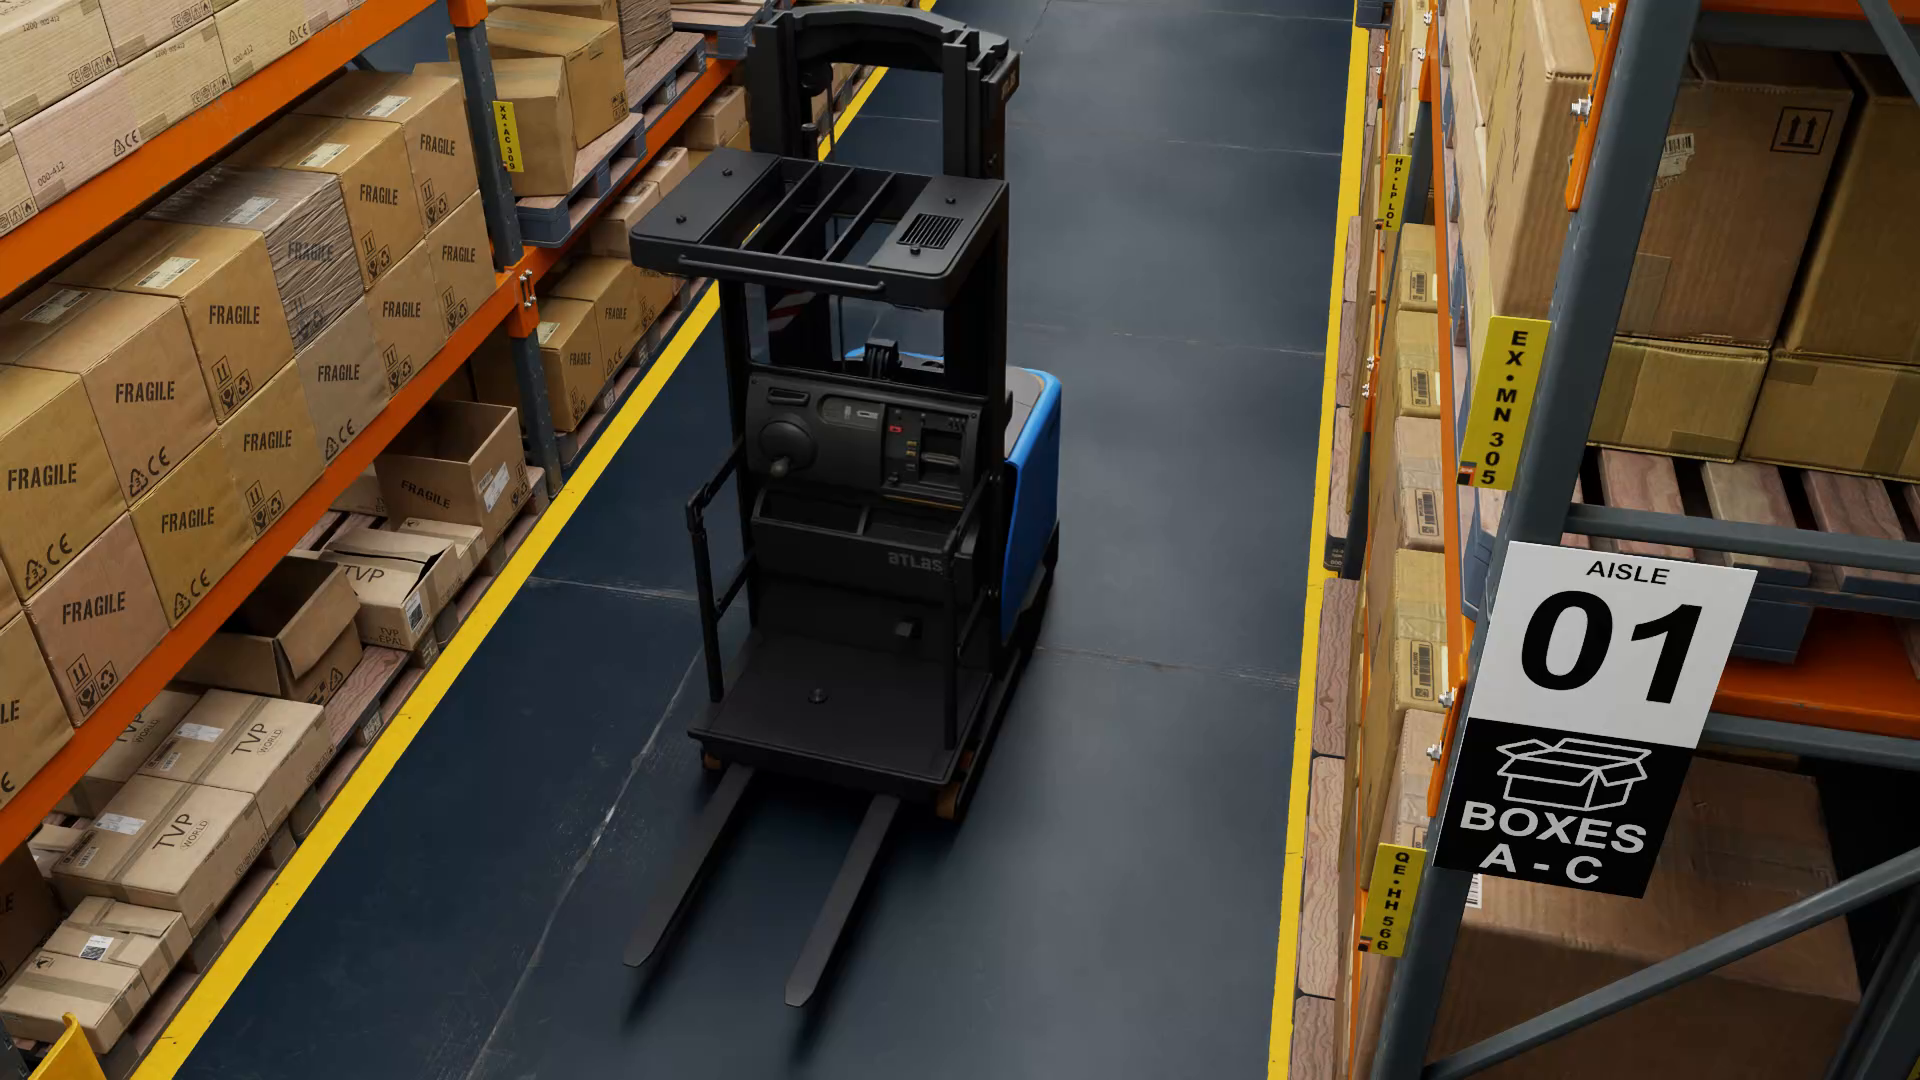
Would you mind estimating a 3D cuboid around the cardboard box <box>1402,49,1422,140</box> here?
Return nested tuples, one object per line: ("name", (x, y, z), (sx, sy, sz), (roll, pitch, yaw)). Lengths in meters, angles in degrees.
("cardboard box", (2.251, -1.963, 7.407), (0.500, 0.250, 0.500), (8, 37, 11))

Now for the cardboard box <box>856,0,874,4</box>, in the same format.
("cardboard box", (-0.980, -4.247, 13.060), (0.500, 0.311, 0.500), (7, 36, 9))

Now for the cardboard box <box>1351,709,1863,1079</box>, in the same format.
("cardboard box", (1.528, 0.980, 4.086), (0.980, 0.700, 0.700), (9, 37, 12))

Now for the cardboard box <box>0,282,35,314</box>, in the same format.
("cardboard box", (-3.372, -0.546, 5.511), (0.500, 0.500, 0.500), (8, 37, 11))

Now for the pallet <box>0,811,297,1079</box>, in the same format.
("pallet", (-3.226, 1.405, 6.132), (1.003, 0.211, 1.213), (7, 37, 10))

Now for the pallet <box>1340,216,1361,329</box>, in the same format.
("pallet", (2.895, -1.620, 10.305), (1.003, 0.211, 1.213), (7, 37, 10))

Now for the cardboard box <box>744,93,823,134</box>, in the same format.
("cardboard box", (-1.304, -3.130, 11.998), (0.500, 0.250, 0.500), (7, 37, 10))

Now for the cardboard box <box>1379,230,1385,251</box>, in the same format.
("cardboard box", (2.208, -1.483, 7.938), (0.380, 0.149, 0.250), (7, 37, 10))

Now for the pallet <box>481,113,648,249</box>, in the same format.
("pallet", (-2.280, -1.884, 8.457), (1.003, 0.211, 1.213), (7, 37, 10))

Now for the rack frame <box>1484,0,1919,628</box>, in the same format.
("rack frame", (1.428, -1.034, 2.009), (1.000, 3.000, 0.127), (7, 37, 10))

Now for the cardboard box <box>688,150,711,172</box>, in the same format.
("cardboard box", (-1.784, -2.114, 10.366), (0.500, 0.500, 0.500), (6, 36, 8))

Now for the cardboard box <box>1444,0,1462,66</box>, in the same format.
("cardboard box", (1.755, -1.609, 5.043), (0.500, 0.250, 0.500), (7, 36, 9))

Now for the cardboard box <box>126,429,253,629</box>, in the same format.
("cardboard box", (-2.844, -0.069, 5.705), (0.500, 0.500, 0.500), (7, 37, 10))

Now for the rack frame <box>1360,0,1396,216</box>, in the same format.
("rack frame", (3.137, -3.191, 10.097), (1.000, 3.000, 0.127), (7, 37, 10))

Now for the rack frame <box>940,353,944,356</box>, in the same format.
("rack frame", (0.006, -0.415, 7.927), (0.200, 1.050, 0.008), (10, 37, 13))

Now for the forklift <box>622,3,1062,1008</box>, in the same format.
("forklift", (-0.436, -0.319, 6.193), (1.130, 2.935, 3.031), (10, 37, 13))

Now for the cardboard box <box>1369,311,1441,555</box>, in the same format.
("cardboard box", (1.990, -0.293, 5.843), (0.980, 0.700, 0.700), (6, 36, 9))

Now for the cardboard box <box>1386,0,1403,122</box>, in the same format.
("cardboard box", (2.555, -2.531, 8.830), (0.500, 0.500, 0.500), (7, 37, 10))

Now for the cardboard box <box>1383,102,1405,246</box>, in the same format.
("cardboard box", (2.234, -1.657, 7.625), (0.500, 0.500, 0.500), (8, 37, 10))

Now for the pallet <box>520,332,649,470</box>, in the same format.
("pallet", (-2.421, -0.859, 9.255), (1.003, 0.211, 1.213), (7, 37, 10))

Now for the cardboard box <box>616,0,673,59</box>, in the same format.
("cardboard box", (-2.109, -3.145, 9.590), (0.700, 0.500, 0.500), (14, 38, 19))

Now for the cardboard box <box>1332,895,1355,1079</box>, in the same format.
("cardboard box", (1.587, 1.536, 5.346), (0.700, 0.500, 0.500), (7, 37, 10))

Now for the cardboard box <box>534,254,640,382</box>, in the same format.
("cardboard box", (-2.113, -1.237, 9.156), (0.500, 0.500, 0.500), (8, 37, 11))

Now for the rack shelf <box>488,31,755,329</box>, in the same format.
("rack shelf", (-2.130, -2.372, 9.580), (1.077, 0.370, 4.000), (7, 37, 10))

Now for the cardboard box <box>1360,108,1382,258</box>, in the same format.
("cardboard box", (2.852, -2.086, 10.046), (0.750, 0.750, 0.750), (7, 36, 9))

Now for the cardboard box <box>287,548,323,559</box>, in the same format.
("cardboard box", (-3.033, 0.163, 7.509), (0.380, 0.166, 0.250), (7, 37, 10))

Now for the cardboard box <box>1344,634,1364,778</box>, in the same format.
("cardboard box", (1.912, 0.647, 6.573), (0.700, 0.500, 0.500), (7, 37, 9))

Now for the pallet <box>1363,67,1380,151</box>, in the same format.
("pallet", (3.568, -3.207, 12.496), (1.003, 0.211, 1.213), (7, 37, 10))

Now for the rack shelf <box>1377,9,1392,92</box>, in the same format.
("rack shelf", (3.564, -4.047, 11.890), (1.077, 0.370, 4.000), (7, 37, 10))

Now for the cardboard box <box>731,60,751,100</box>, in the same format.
("cardboard box", (-1.304, -3.357, 11.834), (0.500, 0.311, 0.500), (9, 37, 12))

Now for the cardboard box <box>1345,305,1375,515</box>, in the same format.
("cardboard box", (2.295, -0.587, 7.978), (0.750, 0.750, 0.750), (8, 37, 11))

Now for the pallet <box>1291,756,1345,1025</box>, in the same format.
("pallet", (1.785, 1.359, 6.196), (1.003, 0.211, 1.213), (7, 37, 10))

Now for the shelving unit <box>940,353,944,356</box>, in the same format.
("shelving unit", (0.040, -0.483, 8.022), (0.215, 1.050, 0.252), (10, 37, 13))

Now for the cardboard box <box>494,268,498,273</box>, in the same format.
("cardboard box", (-2.618, -1.284, 9.221), (0.500, 0.500, 0.500), (7, 37, 10))

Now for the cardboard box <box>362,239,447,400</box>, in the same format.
("cardboard box", (-2.522, -0.943, 6.910), (0.500, 0.500, 0.500), (8, 37, 11))

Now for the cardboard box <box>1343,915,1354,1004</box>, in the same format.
("cardboard box", (1.383, 1.317, 5.096), (0.380, 0.149, 0.250), (8, 37, 11))

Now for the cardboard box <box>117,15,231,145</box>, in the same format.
("cardboard box", (-2.728, -1.500, 5.335), (0.500, 0.250, 0.500), (7, 37, 10))

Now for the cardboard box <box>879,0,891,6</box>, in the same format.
("cardboard box", (-0.873, -4.303, 13.616), (0.500, 0.250, 0.500), (8, 37, 11))

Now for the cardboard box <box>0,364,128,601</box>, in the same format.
("cardboard box", (-2.955, -0.191, 5.020), (0.500, 0.500, 0.500), (8, 37, 10))

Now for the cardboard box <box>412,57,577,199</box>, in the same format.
("cardboard box", (-2.238, -1.971, 7.971), (0.700, 0.500, 0.500), (-4, 36, -6))

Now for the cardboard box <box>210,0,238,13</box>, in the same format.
("cardboard box", (-2.615, -1.988, 5.582), (0.500, 0.250, 0.500), (7, 37, 10))

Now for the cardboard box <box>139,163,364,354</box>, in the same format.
("cardboard box", (-2.627, -1.057, 6.215), (0.500, 0.500, 0.500), (8, 37, 10))

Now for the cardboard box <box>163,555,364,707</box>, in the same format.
("cardboard box", (-2.954, 0.393, 6.904), (0.797, 0.503, 0.637), (7, 37, 10))

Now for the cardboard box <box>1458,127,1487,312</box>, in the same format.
("cardboard box", (1.436, -0.721, 3.818), (0.500, 0.250, 0.500), (6, 36, 8))

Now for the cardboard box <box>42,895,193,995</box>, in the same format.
("cardboard box", (-2.933, 1.405, 5.795), (0.380, 0.166, 0.250), (7, 37, 10))

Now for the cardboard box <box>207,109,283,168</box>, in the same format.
("cardboard box", (-3.043, -1.432, 6.732), (0.500, 0.500, 0.500), (6, 36, 9))

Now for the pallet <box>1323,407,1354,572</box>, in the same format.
("pallet", (2.374, -0.221, 8.375), (1.003, 0.211, 1.213), (7, 37, 10))

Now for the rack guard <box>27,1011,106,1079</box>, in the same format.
("rack guard", (-3.396, 1.745, 5.417), (1.175, 0.500, 0.348), (7, 37, 10))

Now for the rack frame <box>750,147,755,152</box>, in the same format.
("rack frame", (-1.703, -3.810, 10.951), (1.000, 3.000, 0.127), (7, 37, 10))

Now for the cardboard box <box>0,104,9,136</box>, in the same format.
("cardboard box", (-2.934, -1.128, 4.396), (0.500, 0.250, 0.500), (7, 37, 10))

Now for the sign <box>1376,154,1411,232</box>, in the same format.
("sign", (1.751, -1.397, 6.703), (0.100, 0.325, 0.005), (7, 37, 10))

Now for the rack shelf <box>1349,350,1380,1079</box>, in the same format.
("rack shelf", (1.856, 0.540, 5.562), (1.077, 0.370, 4.000), (7, 37, 10))

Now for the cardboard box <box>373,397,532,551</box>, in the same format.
("cardboard box", (-2.402, -0.321, 7.892), (0.500, 0.500, 0.500), (7, 37, 10))

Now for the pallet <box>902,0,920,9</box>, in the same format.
("pallet", (-0.968, -4.547, 14.344), (1.003, 0.211, 1.213), (7, 37, 10))

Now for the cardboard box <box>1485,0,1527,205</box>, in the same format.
("cardboard box", (1.436, -1.012, 3.580), (0.500, 0.500, 0.500), (8, 37, 11))

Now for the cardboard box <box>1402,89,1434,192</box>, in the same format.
("cardboard box", (2.133, -1.671, 7.004), (0.500, 0.250, 0.500), (8, 37, 11))
